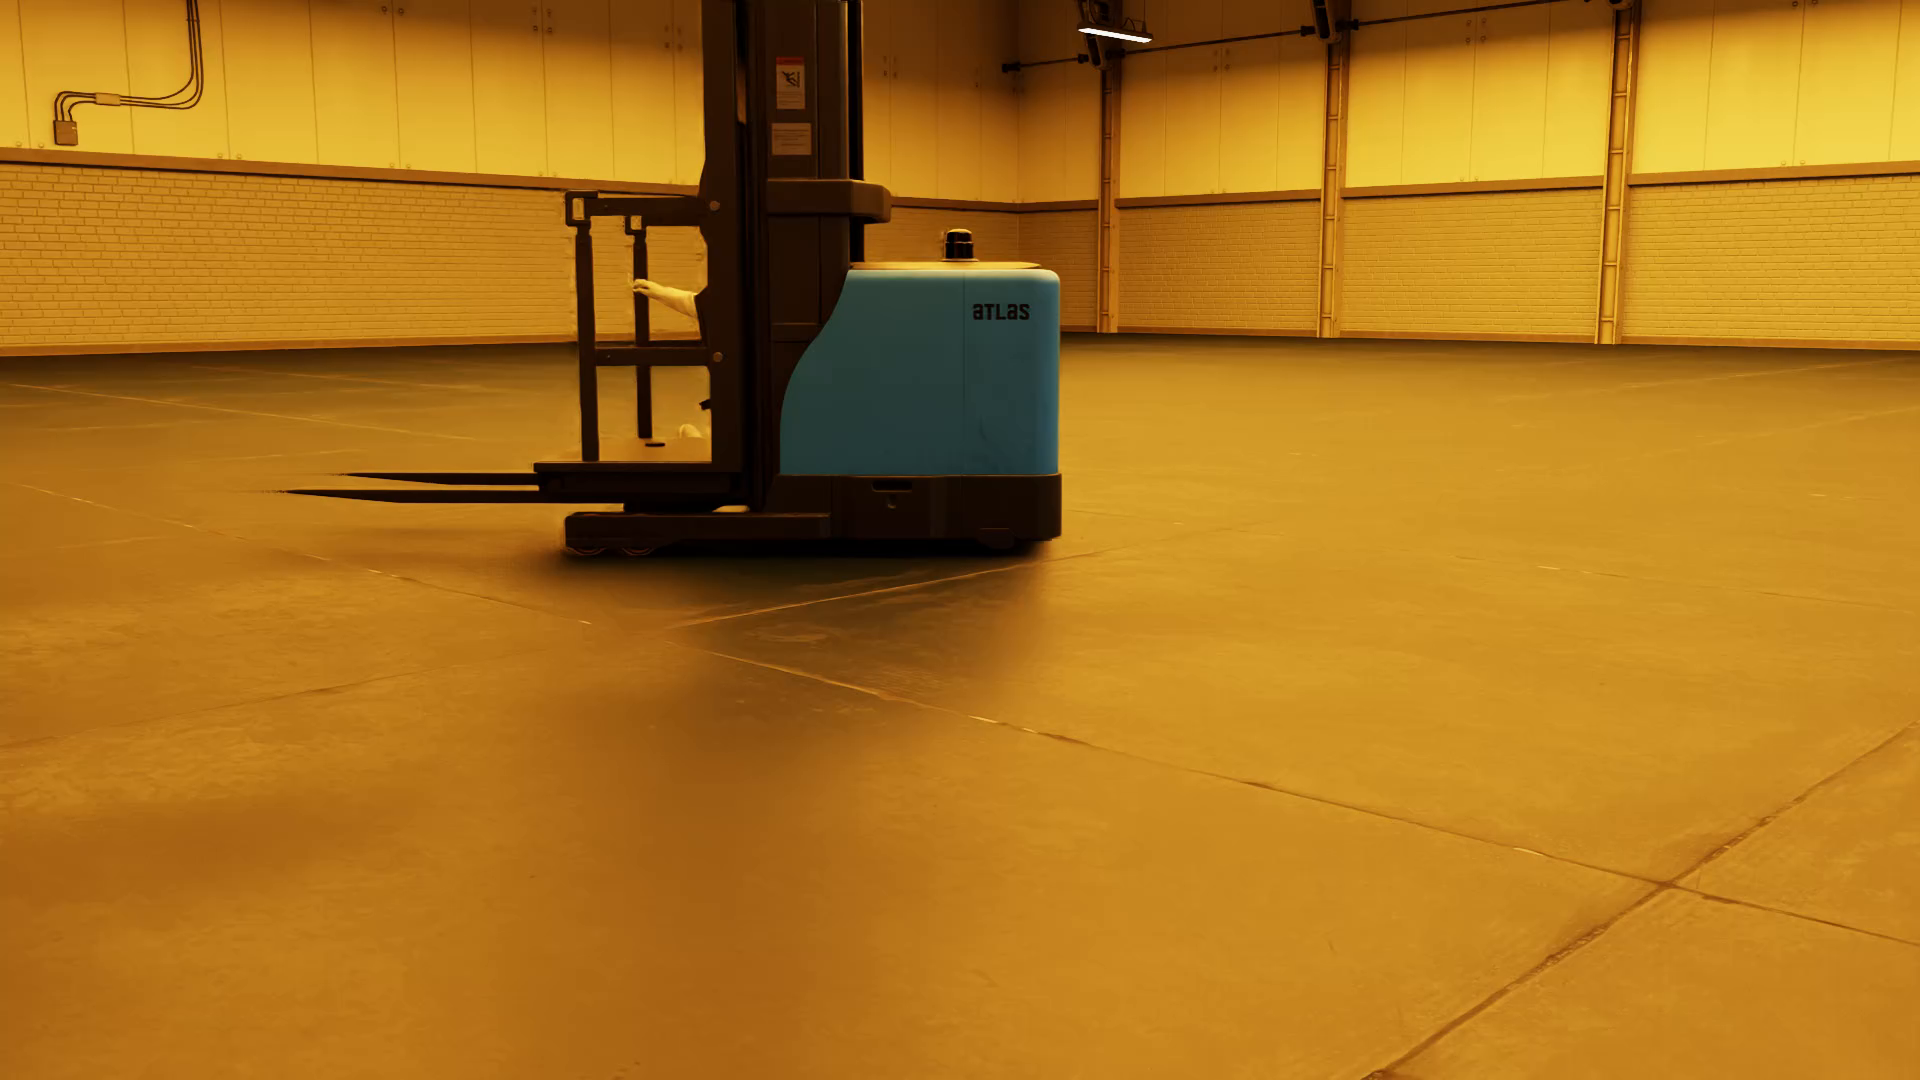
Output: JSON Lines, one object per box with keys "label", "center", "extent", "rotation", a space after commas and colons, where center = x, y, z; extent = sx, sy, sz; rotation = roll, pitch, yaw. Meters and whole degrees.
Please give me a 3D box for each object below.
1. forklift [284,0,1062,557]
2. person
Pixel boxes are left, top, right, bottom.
{"label": "forklift", "center": [-1.119, -1.465, 6.600], "extent": [3.031, 2.935, 1.130], "rotation": [0, 9, 1]}
{"label": "person", "center": [-1.009, -0.780, 7.154], "extent": [1.135, 1.368, 0.986], "rotation": [5, 10, 30]}
